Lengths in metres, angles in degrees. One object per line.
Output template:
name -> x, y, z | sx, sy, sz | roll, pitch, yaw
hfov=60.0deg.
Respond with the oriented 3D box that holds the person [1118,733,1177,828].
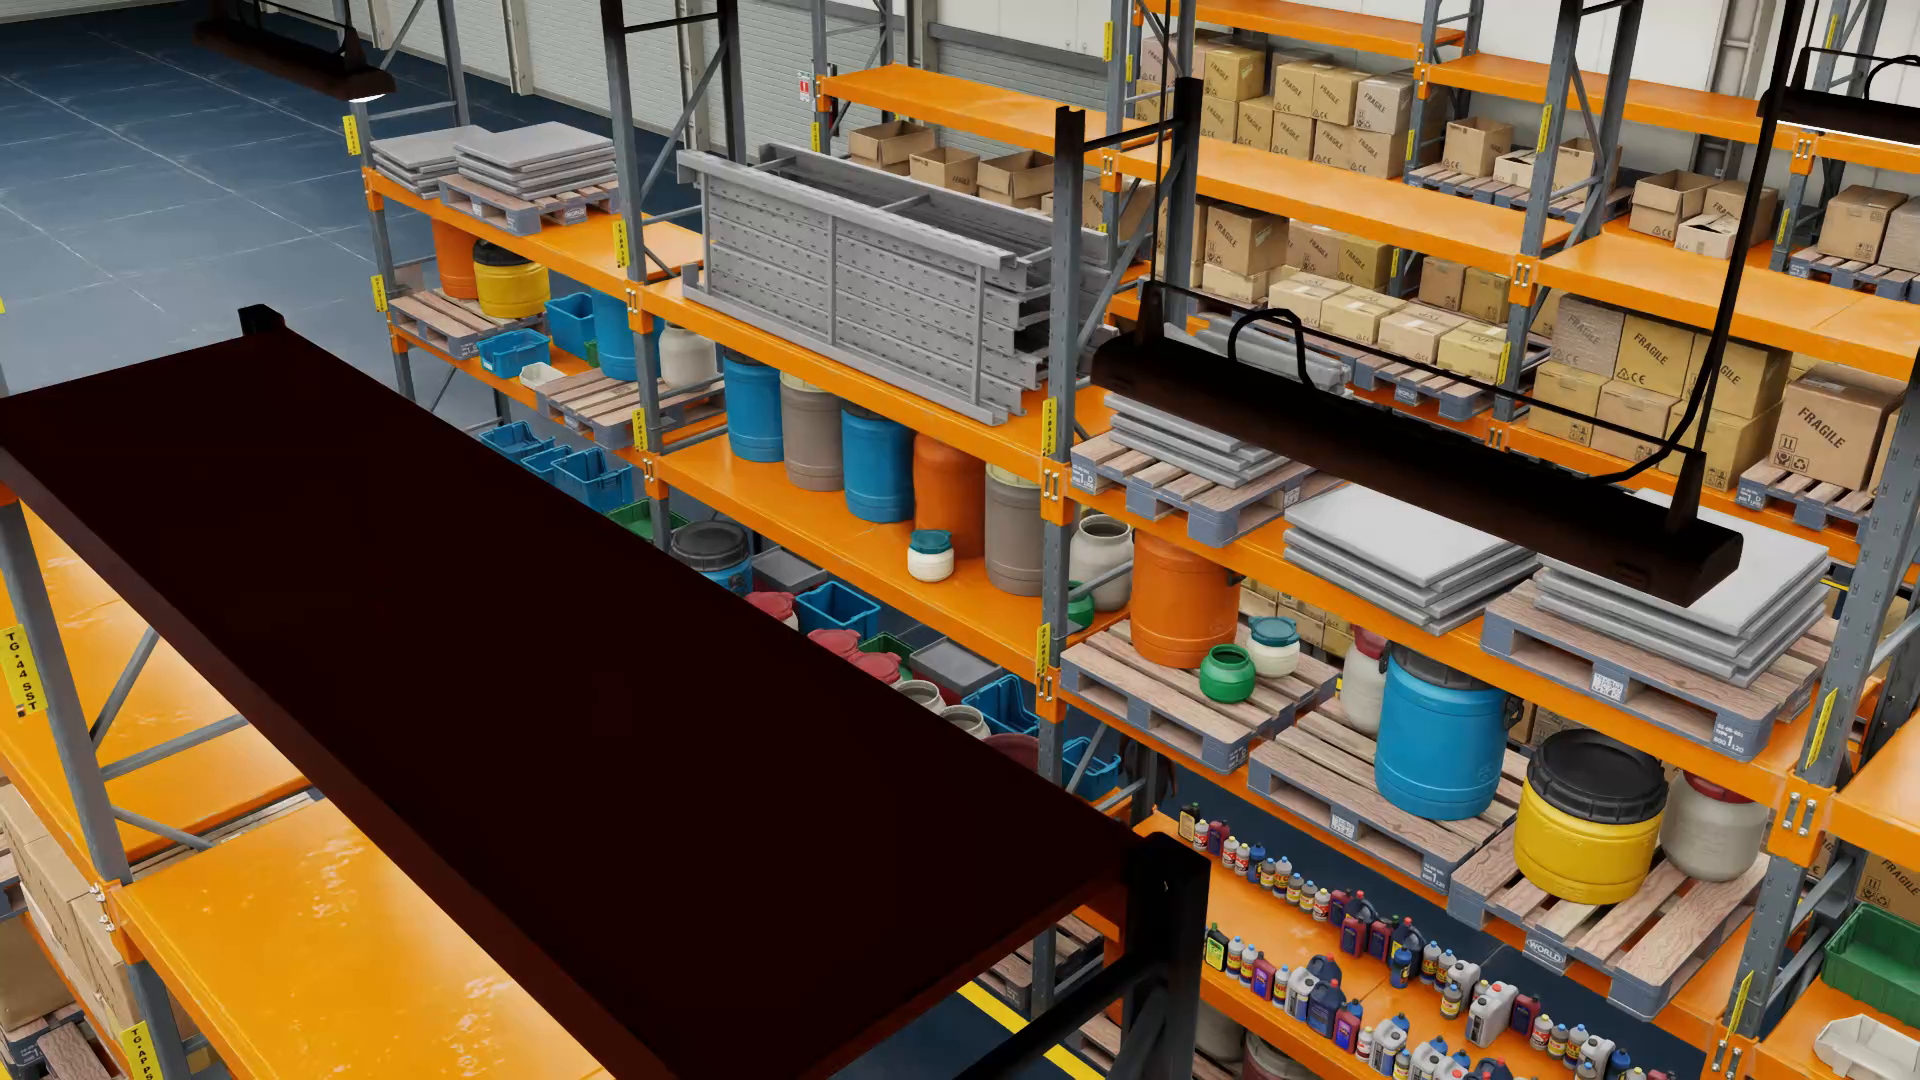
person -> 1.349, 1.691, 12.024 | 0.379, 1.720, 0.493 | -17, 32, -28
